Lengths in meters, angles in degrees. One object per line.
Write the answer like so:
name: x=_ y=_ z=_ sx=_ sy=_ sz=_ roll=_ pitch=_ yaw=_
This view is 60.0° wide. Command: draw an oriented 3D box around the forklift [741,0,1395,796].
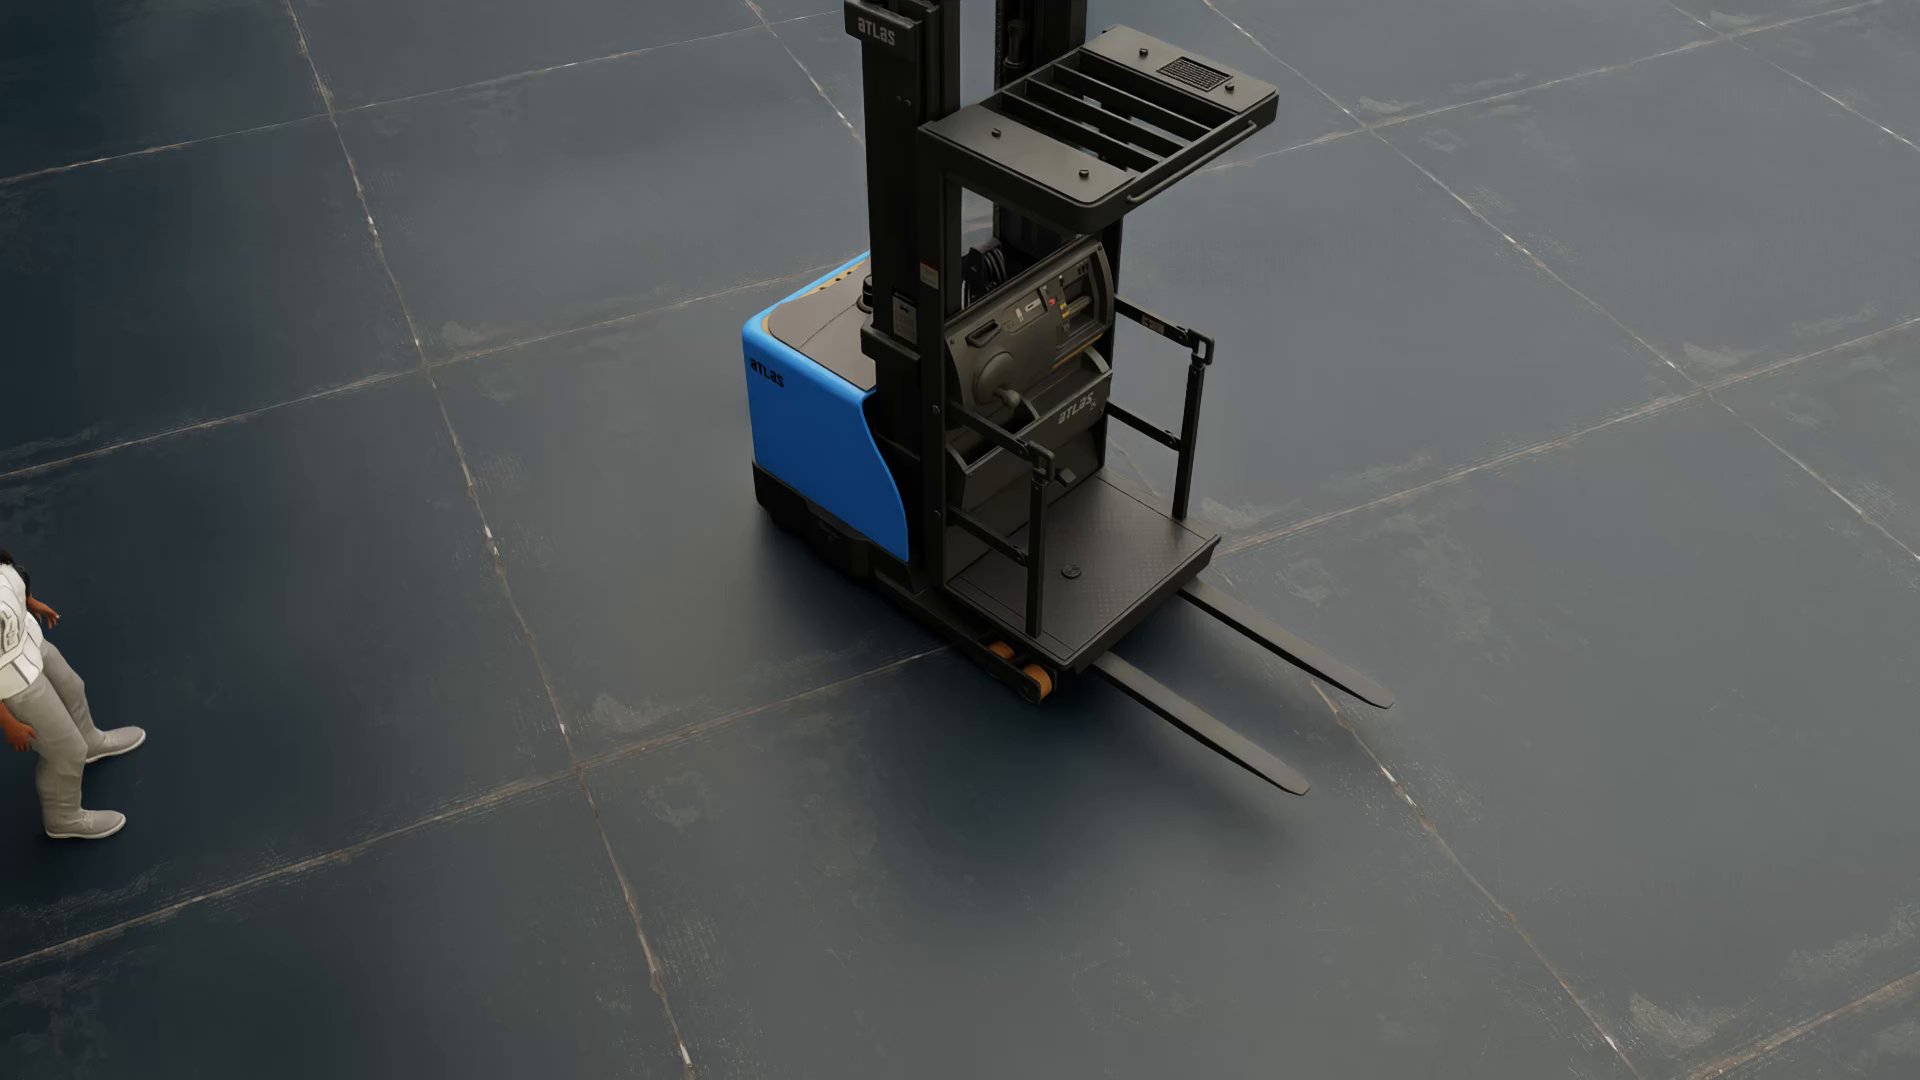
forklift: x=0.445 y=-0.788 z=6.525 sx=3.031 sy=2.935 sz=1.130 roll=32 pitch=52 yaw=30

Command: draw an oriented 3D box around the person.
person: x=-3.476 y=0.453 z=6.144 sx=0.398 sy=1.640 sz=0.678 roll=-15 pitch=45 yaw=-16
